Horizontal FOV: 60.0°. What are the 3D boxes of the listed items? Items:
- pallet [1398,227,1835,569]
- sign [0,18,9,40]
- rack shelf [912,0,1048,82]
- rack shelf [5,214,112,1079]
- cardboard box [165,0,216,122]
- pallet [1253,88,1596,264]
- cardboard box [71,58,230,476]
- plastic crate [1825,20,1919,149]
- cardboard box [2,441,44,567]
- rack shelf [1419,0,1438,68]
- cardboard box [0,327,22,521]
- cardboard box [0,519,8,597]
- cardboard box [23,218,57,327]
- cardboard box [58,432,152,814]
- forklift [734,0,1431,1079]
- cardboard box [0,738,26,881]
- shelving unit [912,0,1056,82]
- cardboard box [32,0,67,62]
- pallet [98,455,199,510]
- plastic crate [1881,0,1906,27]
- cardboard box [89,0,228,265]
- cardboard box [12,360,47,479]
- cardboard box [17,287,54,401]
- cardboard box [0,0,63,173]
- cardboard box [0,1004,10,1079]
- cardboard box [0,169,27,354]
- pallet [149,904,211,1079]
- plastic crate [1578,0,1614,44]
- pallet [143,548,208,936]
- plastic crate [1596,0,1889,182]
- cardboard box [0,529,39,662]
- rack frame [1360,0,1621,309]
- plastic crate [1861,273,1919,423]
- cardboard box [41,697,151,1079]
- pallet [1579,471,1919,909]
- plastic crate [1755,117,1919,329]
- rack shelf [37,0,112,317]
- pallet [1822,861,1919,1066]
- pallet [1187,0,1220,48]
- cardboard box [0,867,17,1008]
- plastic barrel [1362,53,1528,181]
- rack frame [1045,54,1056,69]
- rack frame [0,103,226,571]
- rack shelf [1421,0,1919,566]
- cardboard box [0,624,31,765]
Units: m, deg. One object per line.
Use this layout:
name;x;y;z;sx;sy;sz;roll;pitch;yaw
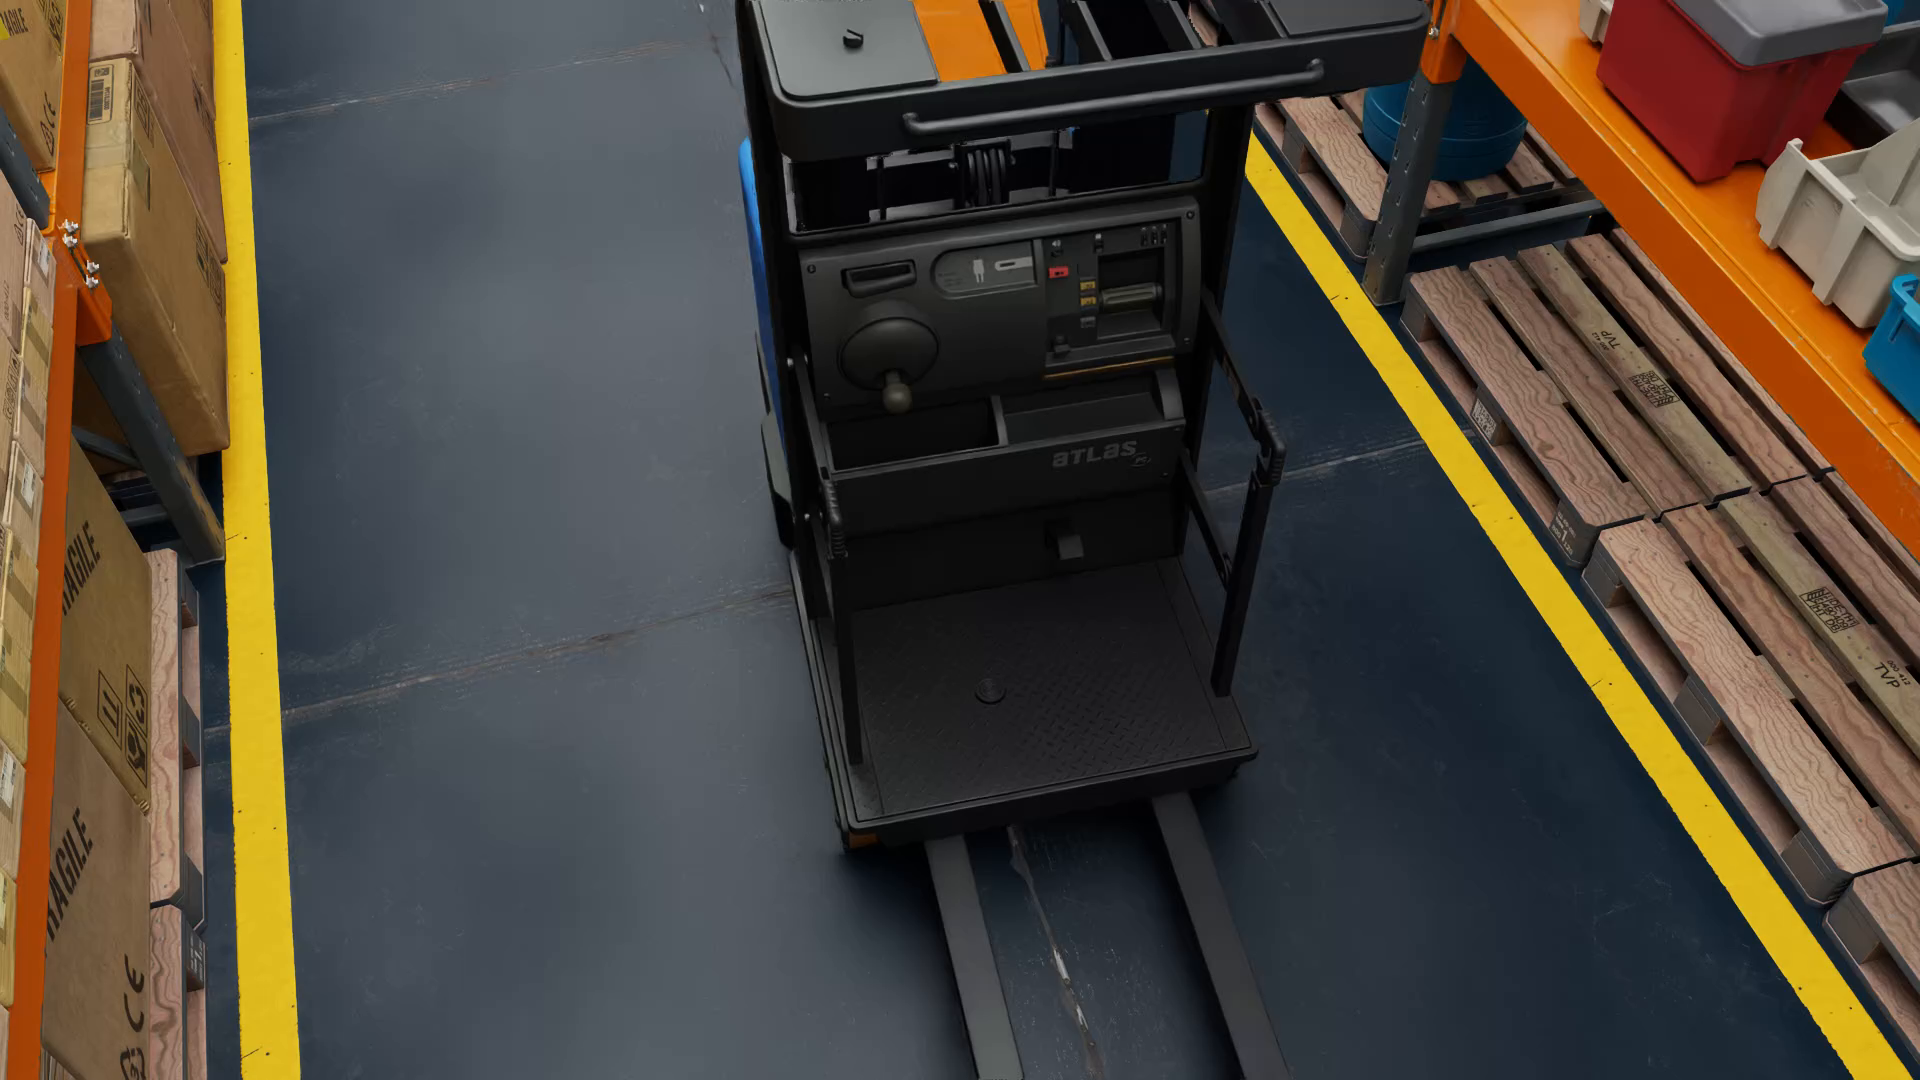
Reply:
pallet;2.199;-0.523;5.553;1.003;0.211;1.213;-13;51;-11
sign;-2.257;-1.262;3.734;0.100;0.325;0.005;-13;51;-11
rack shelf;0.007;-1.650;5.522;0.538;0.278;1.000;-4;50;-3
rack shelf;-2.195;0.862;3.032;1.077;0.370;4.000;-13;51;-11
cardboard box;-3.529;-2.041;6.124;1.225;0.875;0.875;-13;51;-11
pallet;1.756;-1.625;6.481;1.003;0.211;1.213;-13;51;-11
cardboard box;-2.995;-0.744;5.030;1.225;0.875;0.875;-13;51;-11
plastic crate;2.532;-1.124;4.377;0.437;0.125;0.590;-13;51;-11
cardboard box;-2.156;-0.038;3.484;0.380;0.149;0.250;-12;51;-10
rack shelf;1.353;-3.179;6.439;1.077;0.370;4.000;-13;51;-11
cardboard box;-2.250;-0.237;3.392;0.500;0.250;0.500;-12;51;-10
cardboard box;-2.099;0.135;3.078;0.500;0.250;0.500;-12;51;-10
cardboard box;-2.384;-0.601;3.959;0.380;0.149;0.250;-13;51;-11
cardboard box;-2.668;0.219;4.218;0.875;0.875;0.875;-13;51;-11
forklift;0.152;-0.432;3.697;1.130;2.935;3.031;-10;51;-8
cardboard box;-1.929;0.524;3.011;0.380;0.149;0.250;-13;51;-10
shelving unit;0.007;-1.461;5.746;0.538;1.125;1.048;-4;50;-3
cardboard box;-2.834;-1.622;4.590;0.500;0.500;0.500;-13;51;-11
pallet;-3.087;-0.478;5.515;1.003;0.211;1.213;-13;51;-11
plastic crate;2.408;-1.701;4.693;0.392;0.384;0.575;-13;51;-11
cardboard box;-3.260;-1.396;5.580;1.225;0.875;0.875;-15;51;-12
cardboard box;-2.232;-0.225;3.642;0.380;0.149;0.250;-14;51;-12
cardboard box;-2.307;-0.413;3.800;0.380;0.149;0.250;-12;51;-10
cardboard box;-2.684;-1.255;4.281;0.500;0.500;0.500;-13;51;-11
cardboard box;-1.776;0.900;2.694;0.380;0.149;0.250;-14;51;-11
cardboard box;-2.406;-0.615;3.710;0.500;0.250;0.500;-14;51;-12
pallet;-2.272;1.534;3.819;1.003;0.211;1.213;-13;51;-11
plastic crate;1.946;-1.512;4.696;0.396;0.136;0.243;-13;51;-11
pallet;-2.637;0.641;4.571;1.003;0.211;1.213;-13;51;-11
plastic crate;1.969;-1.281;4.287;0.402;0.464;0.583;-13;51;-11
cardboard box;-2.079;0.151;3.325;0.380;0.149;0.250;-12;51;-10
rack frame;1.944;-1.950;4.932;1.000;3.000;0.127;-13;51;-11
plastic crate;2.275;-0.436;3.726;0.416;0.233;0.300;-13;51;-11
cardboard box;-2.402;0.876;3.664;0.875;0.875;0.875;-13;51;-11
pallet;2.563;0.369;4.801;1.003;0.211;1.213;-13;51;-11
plastic crate;2.220;-0.775;3.979;0.437;0.282;0.530;-13;51;-11
rack shelf;-3.378;-2.059;5.495;1.077;0.370;4.000;-13;51;-11
pallet;2.921;1.259;4.051;1.003;0.211;1.213;-13;51;-11
pallet;1.392;-2.517;7.234;1.003;0.211;1.213;-13;51;-11
cardboard box;-1.850;0.715;2.850;0.380;0.149;0.250;-14;51;-12
plastic barrel;1.800;-1.811;5.912;0.600;0.901;0.708;-13;51;-11
rack frame;0.053;-1.074;5.420;0.500;1.125;0.032;-4;50;-3
rack frame;-2.787;-0.830;3.988;1.000;3.000;0.127;-13;51;-11
rack shelf;2.536;-0.258;3.976;1.077;0.370;4.000;-13;51;-11
cardboard box;-2.003;0.338;3.168;0.380;0.149;0.250;-14;51;-12
